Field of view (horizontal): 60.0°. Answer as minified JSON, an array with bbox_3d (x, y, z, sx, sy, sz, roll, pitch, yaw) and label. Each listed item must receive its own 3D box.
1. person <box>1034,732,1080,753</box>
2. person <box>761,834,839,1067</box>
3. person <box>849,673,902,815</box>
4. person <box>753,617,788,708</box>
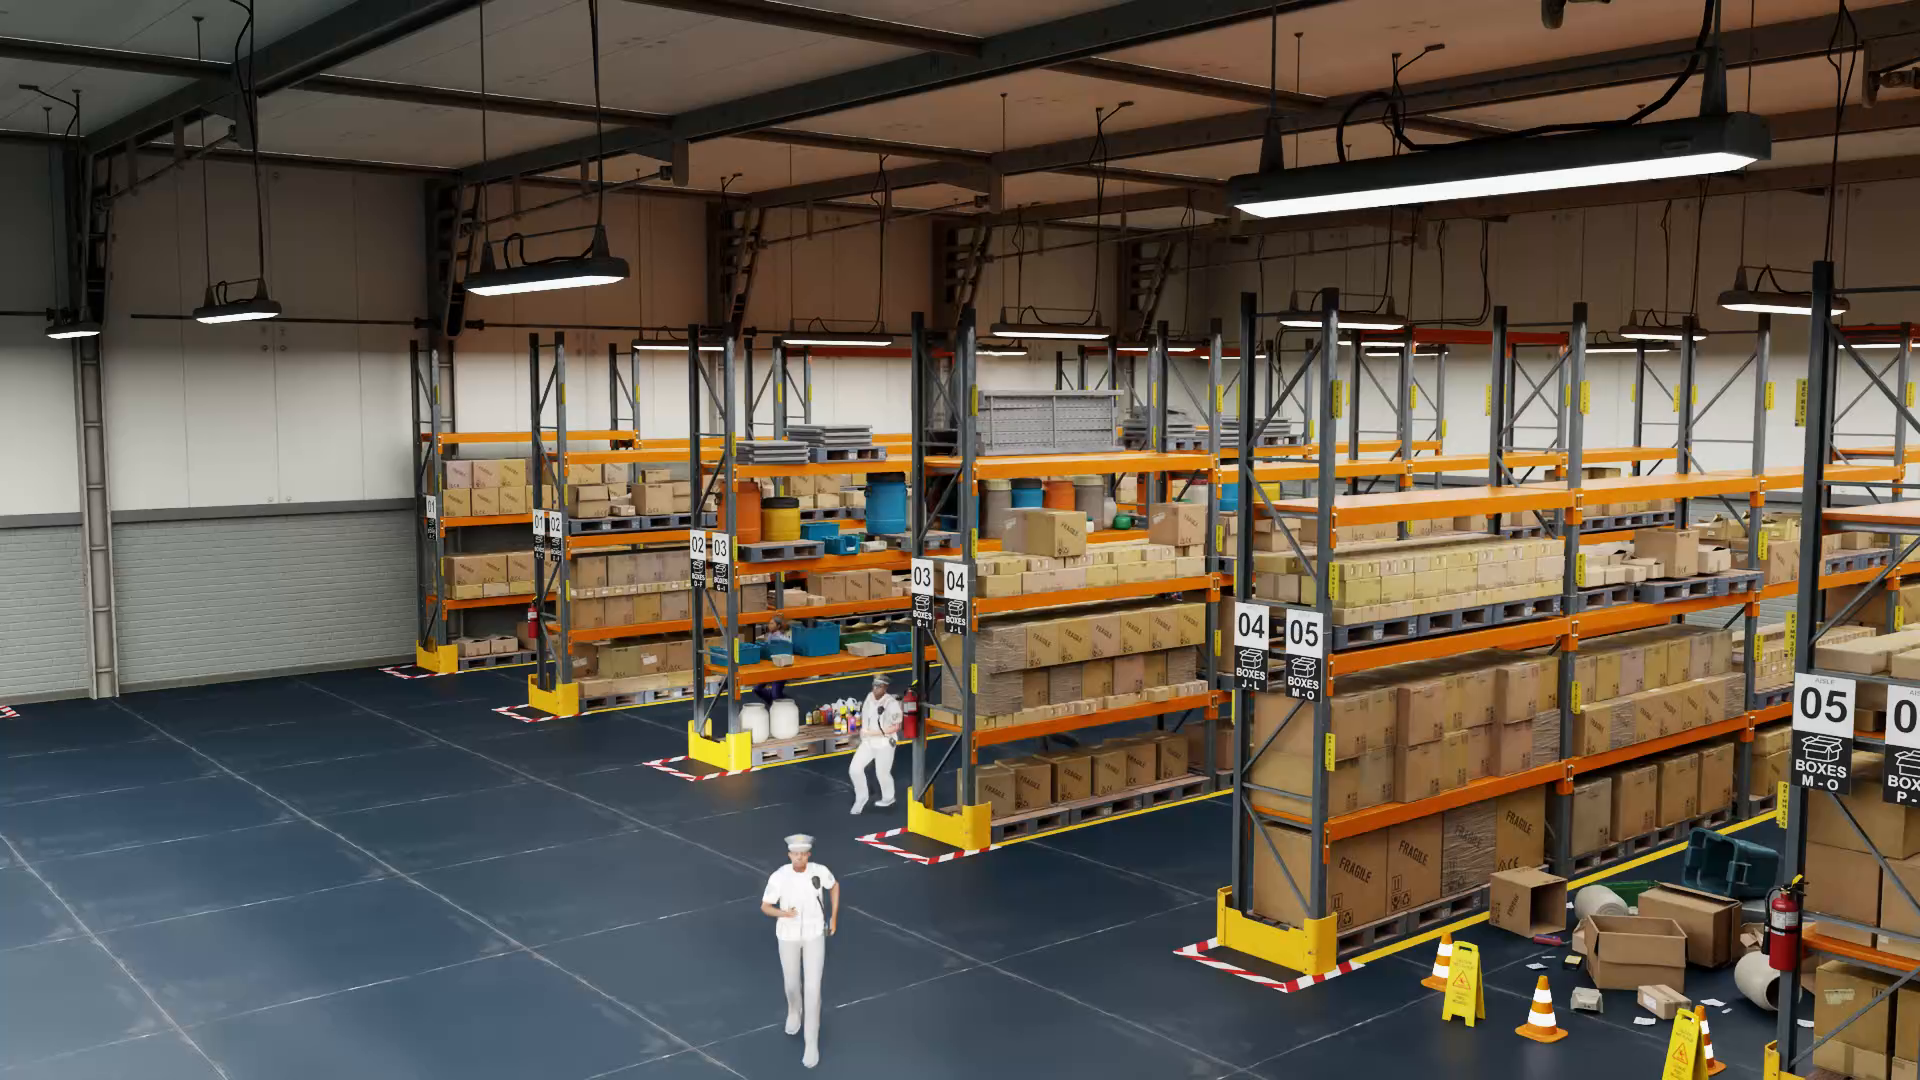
[{"bbox_3d":[1.277,2.268,22.625,0.743,1.640,0.590,-4,7,-37],"label":"person"},{"bbox_3d":[-1.241,3.116,12.959,0.603,1.746,0.805,0,5,-5],"label":"person"},{"bbox_3d":[-0.962,2.458,20.054,0.651,1.775,0.764,4,6,33],"label":"person"},{"bbox_3d":[-2.890,1.988,25.590,0.607,1.599,0.596,-5,7,-44],"label":"person"}]
